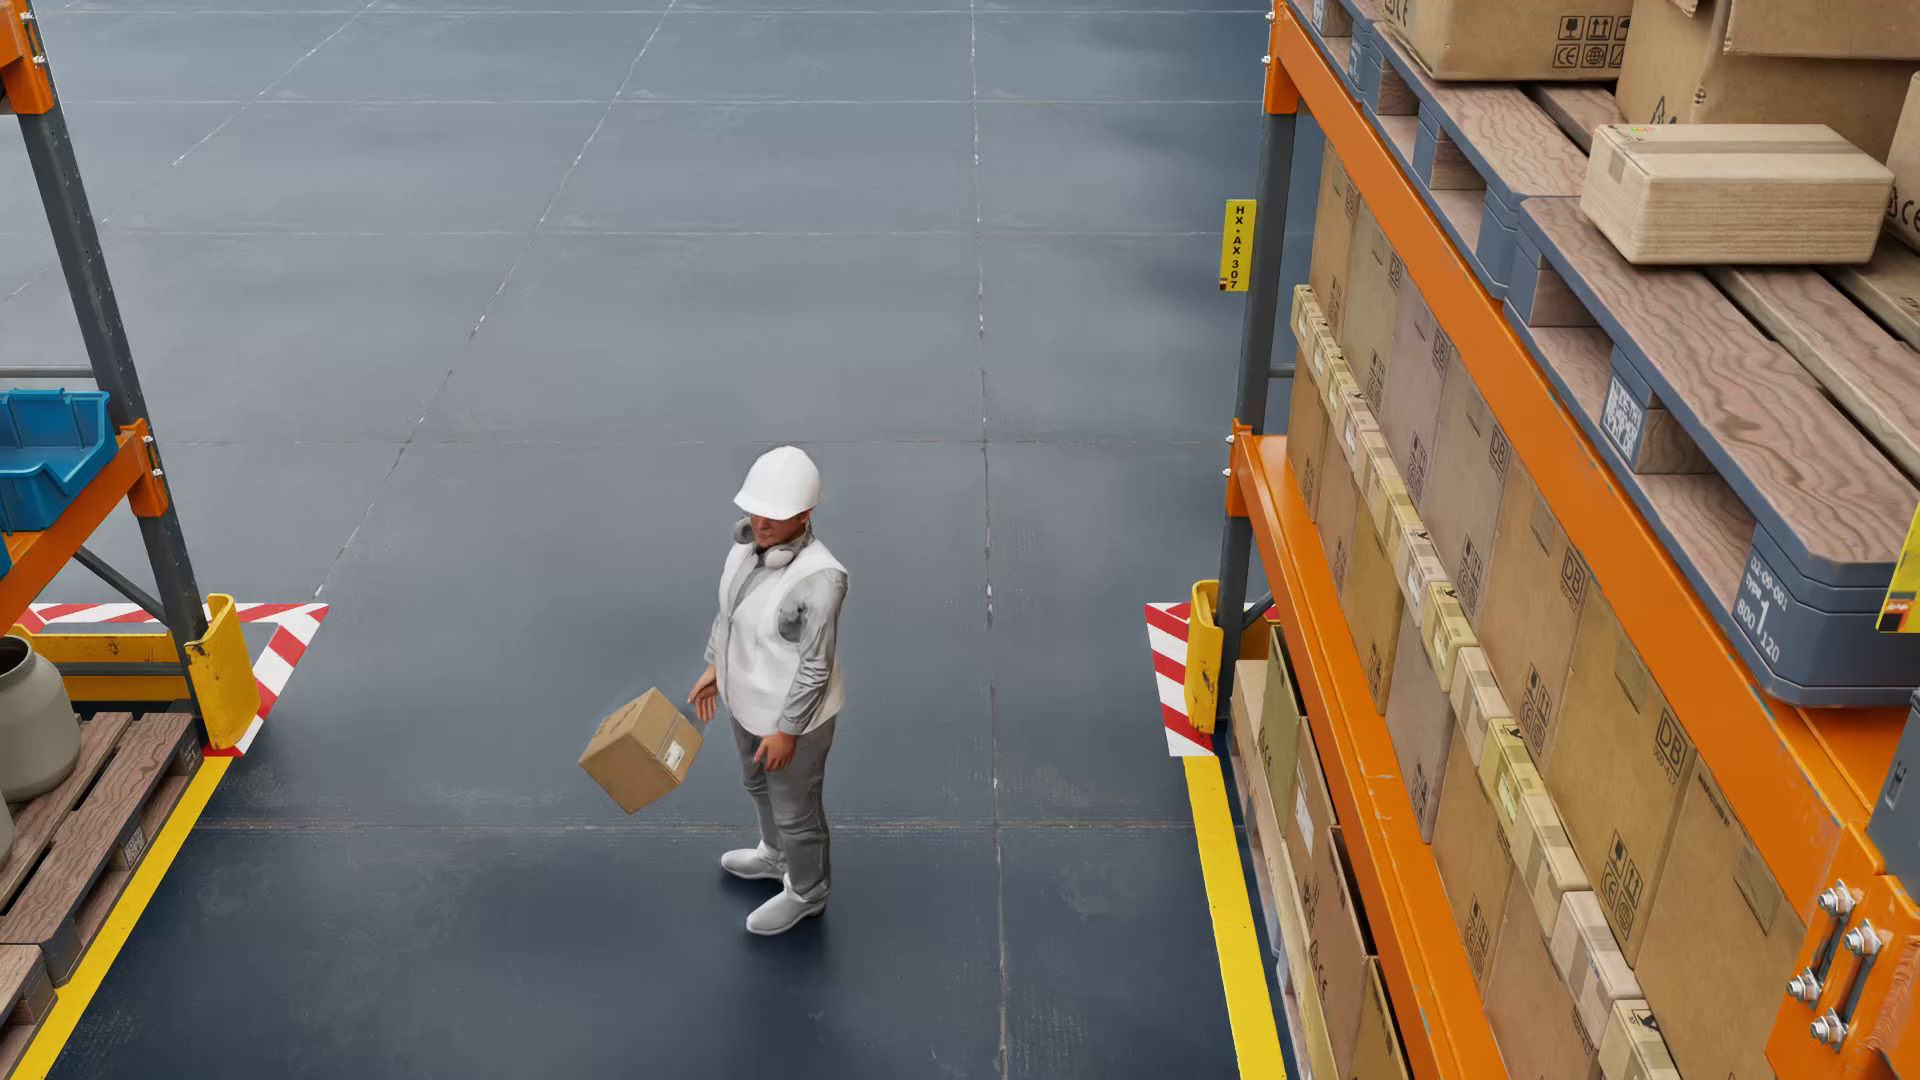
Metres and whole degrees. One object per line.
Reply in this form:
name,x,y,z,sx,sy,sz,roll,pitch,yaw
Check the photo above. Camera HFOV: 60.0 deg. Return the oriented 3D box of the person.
person,-0.609,0.498,5.266,0.419,1.778,0.612,-18,36,-27
